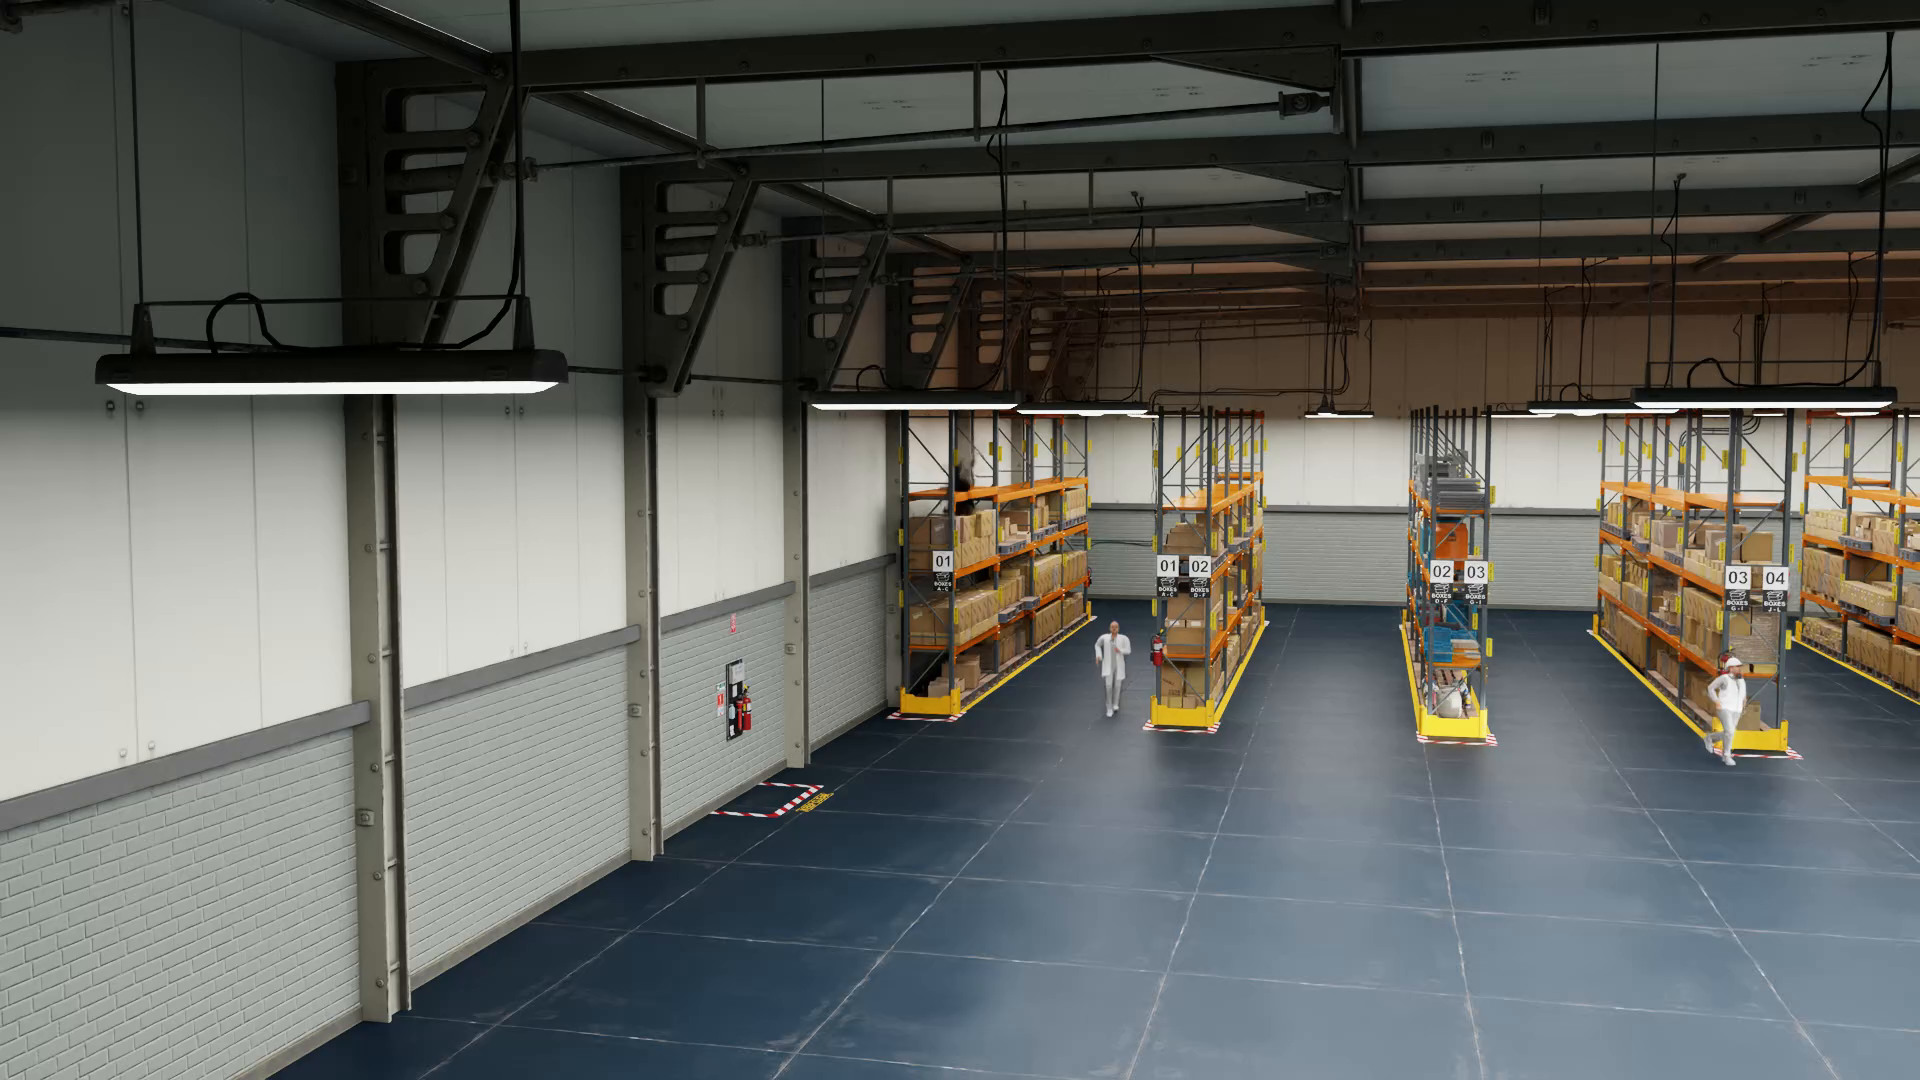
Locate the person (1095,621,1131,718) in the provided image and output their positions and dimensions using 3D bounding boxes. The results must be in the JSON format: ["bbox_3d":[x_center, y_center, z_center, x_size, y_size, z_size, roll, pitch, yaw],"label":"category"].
[{"bbox_3d":[2.992,2.506,32.438,0.682,1.821,0.837,0,4,2],"label":"person"}]

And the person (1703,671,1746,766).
[{"bbox_3d":[12.938,2.971,28.019,0.706,1.537,0.826,-1,4,-19],"label":"person"}]
